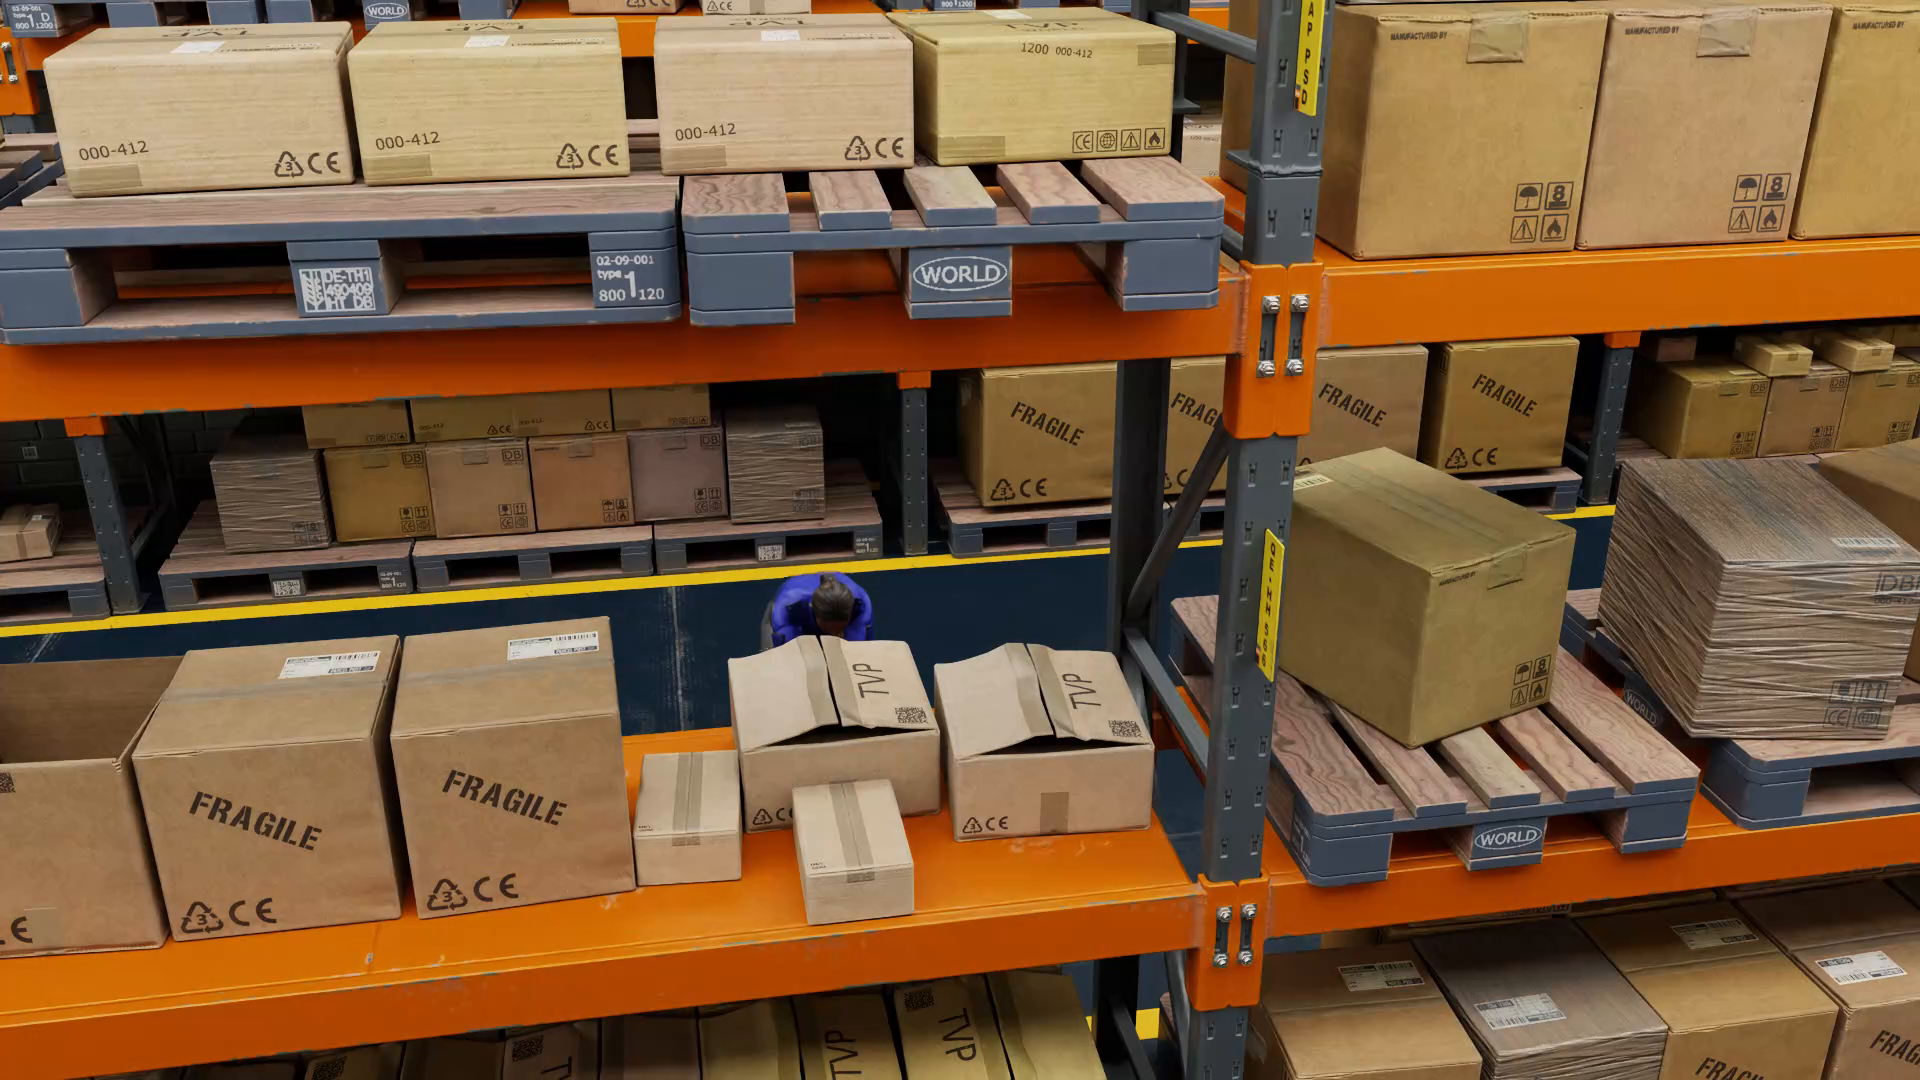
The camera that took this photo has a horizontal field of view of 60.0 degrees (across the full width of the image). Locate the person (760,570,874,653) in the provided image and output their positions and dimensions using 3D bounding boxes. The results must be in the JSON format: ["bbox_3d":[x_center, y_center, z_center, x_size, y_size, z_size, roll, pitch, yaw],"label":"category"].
[{"bbox_3d":[-0.592,0.496,6.887,0.452,0.934,0.868,-5,24,-11],"label":"person"}]
